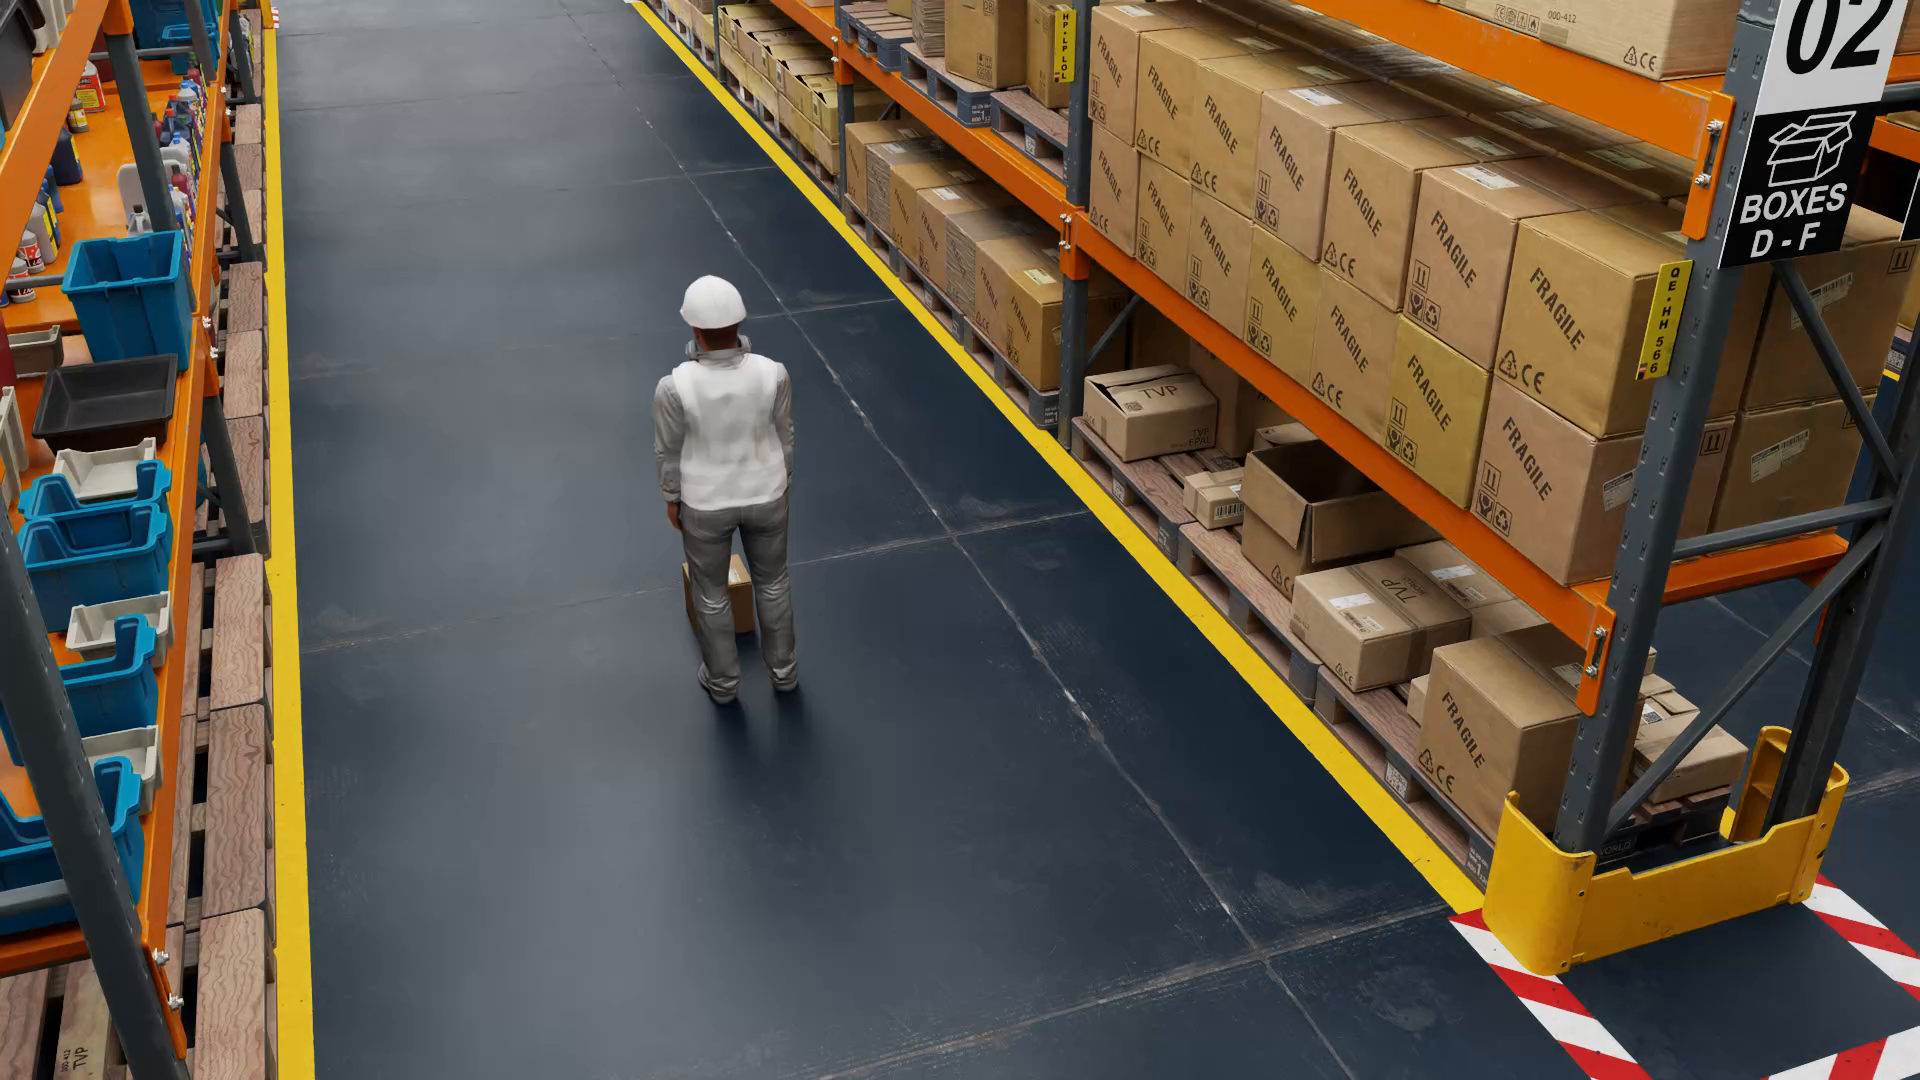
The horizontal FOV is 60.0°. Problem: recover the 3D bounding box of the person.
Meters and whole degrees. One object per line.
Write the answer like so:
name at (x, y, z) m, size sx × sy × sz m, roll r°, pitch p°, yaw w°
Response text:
person at (-0.897, -0.178, 6.425) m, size 0.533 × 1.766 × 0.359 m, roll -10°, pitch 31°, yaw -16°
